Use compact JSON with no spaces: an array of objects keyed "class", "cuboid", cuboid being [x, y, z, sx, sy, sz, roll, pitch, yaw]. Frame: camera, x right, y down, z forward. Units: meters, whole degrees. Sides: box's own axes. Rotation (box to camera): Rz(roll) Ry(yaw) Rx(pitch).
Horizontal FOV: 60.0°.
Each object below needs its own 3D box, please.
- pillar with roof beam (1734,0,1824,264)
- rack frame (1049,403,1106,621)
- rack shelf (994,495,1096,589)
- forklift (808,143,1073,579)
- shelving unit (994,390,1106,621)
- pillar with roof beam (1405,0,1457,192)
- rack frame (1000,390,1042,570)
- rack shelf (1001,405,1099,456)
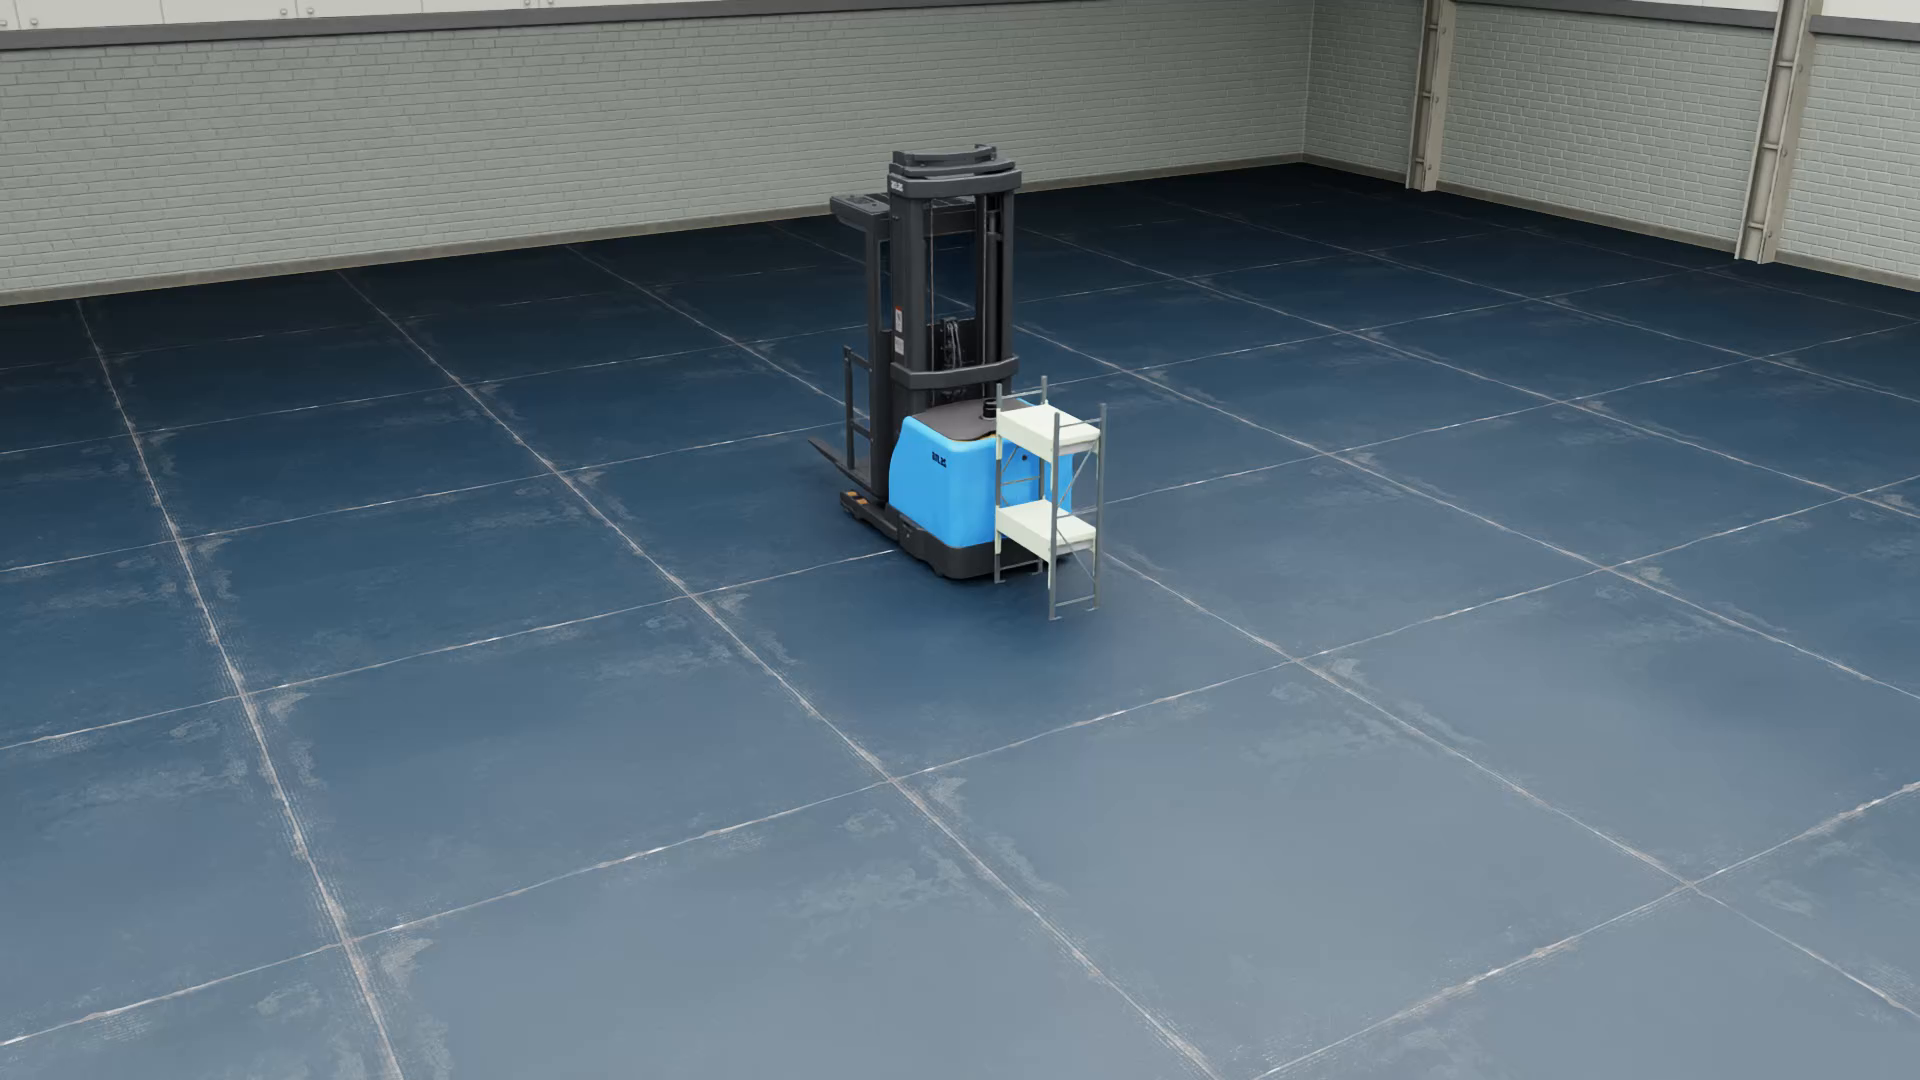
[{"class":"pillar with roof beam","cuboid":[6.757,-7.029,18.153,9.100,9.000,0.400,-13,25,-28]},{"class":"rack frame","cuboid":[0.792,-0.175,11.250,0.400,1.500,0.023,-12,25,-27]},{"class":"rack shelf","cuboid":[0.609,0.005,11.668,0.431,0.370,0.720,-12,25,-27]},{"class":"forklift","cuboid":[-0.307,-1.592,12.837,1.130,2.935,3.031,-11,25,-26]},{"class":"shelving unit","cuboid":[0.612,-0.295,11.541,0.431,1.500,0.748,-12,25,-27]},{"class":"pillar with roof beam","cuboid":[3.692,-8.971,22.932,9.100,9.000,0.400,-13,25,-28]},{"class":"rack frame","cuboid":[0.427,-0.418,11.837,0.380,1.308,0.010,-12,25,-27]},{"class":"rack shelf","cuboid":[0.611,-0.748,11.358,0.368,0.124,0.686,-12,25,-27]}]
